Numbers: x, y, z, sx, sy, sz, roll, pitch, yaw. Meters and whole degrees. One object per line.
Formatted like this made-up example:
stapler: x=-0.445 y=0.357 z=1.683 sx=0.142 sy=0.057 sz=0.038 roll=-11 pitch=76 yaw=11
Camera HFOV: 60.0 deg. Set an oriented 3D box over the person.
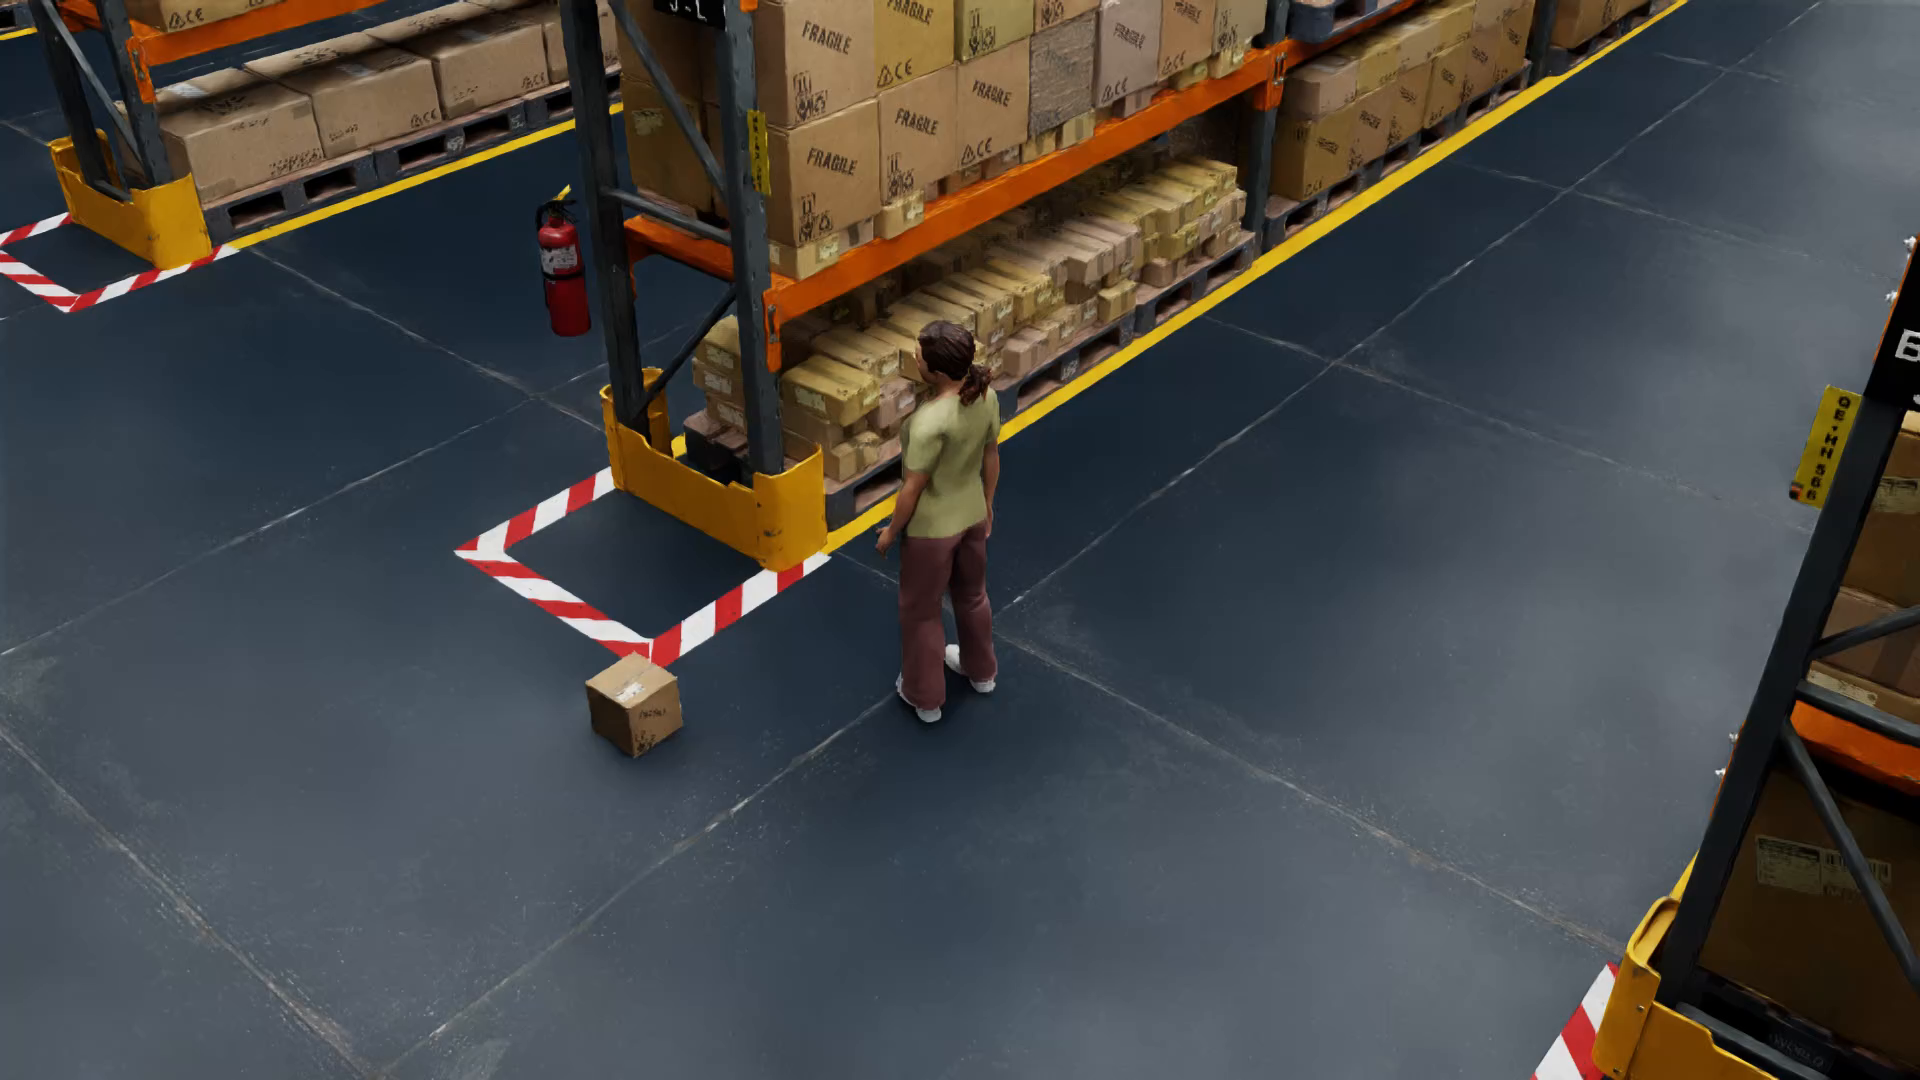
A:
person: x=-0.069 y=-0.062 z=6.197 sx=0.372 sy=1.679 sz=0.490 roll=27 pitch=43 yaw=33
